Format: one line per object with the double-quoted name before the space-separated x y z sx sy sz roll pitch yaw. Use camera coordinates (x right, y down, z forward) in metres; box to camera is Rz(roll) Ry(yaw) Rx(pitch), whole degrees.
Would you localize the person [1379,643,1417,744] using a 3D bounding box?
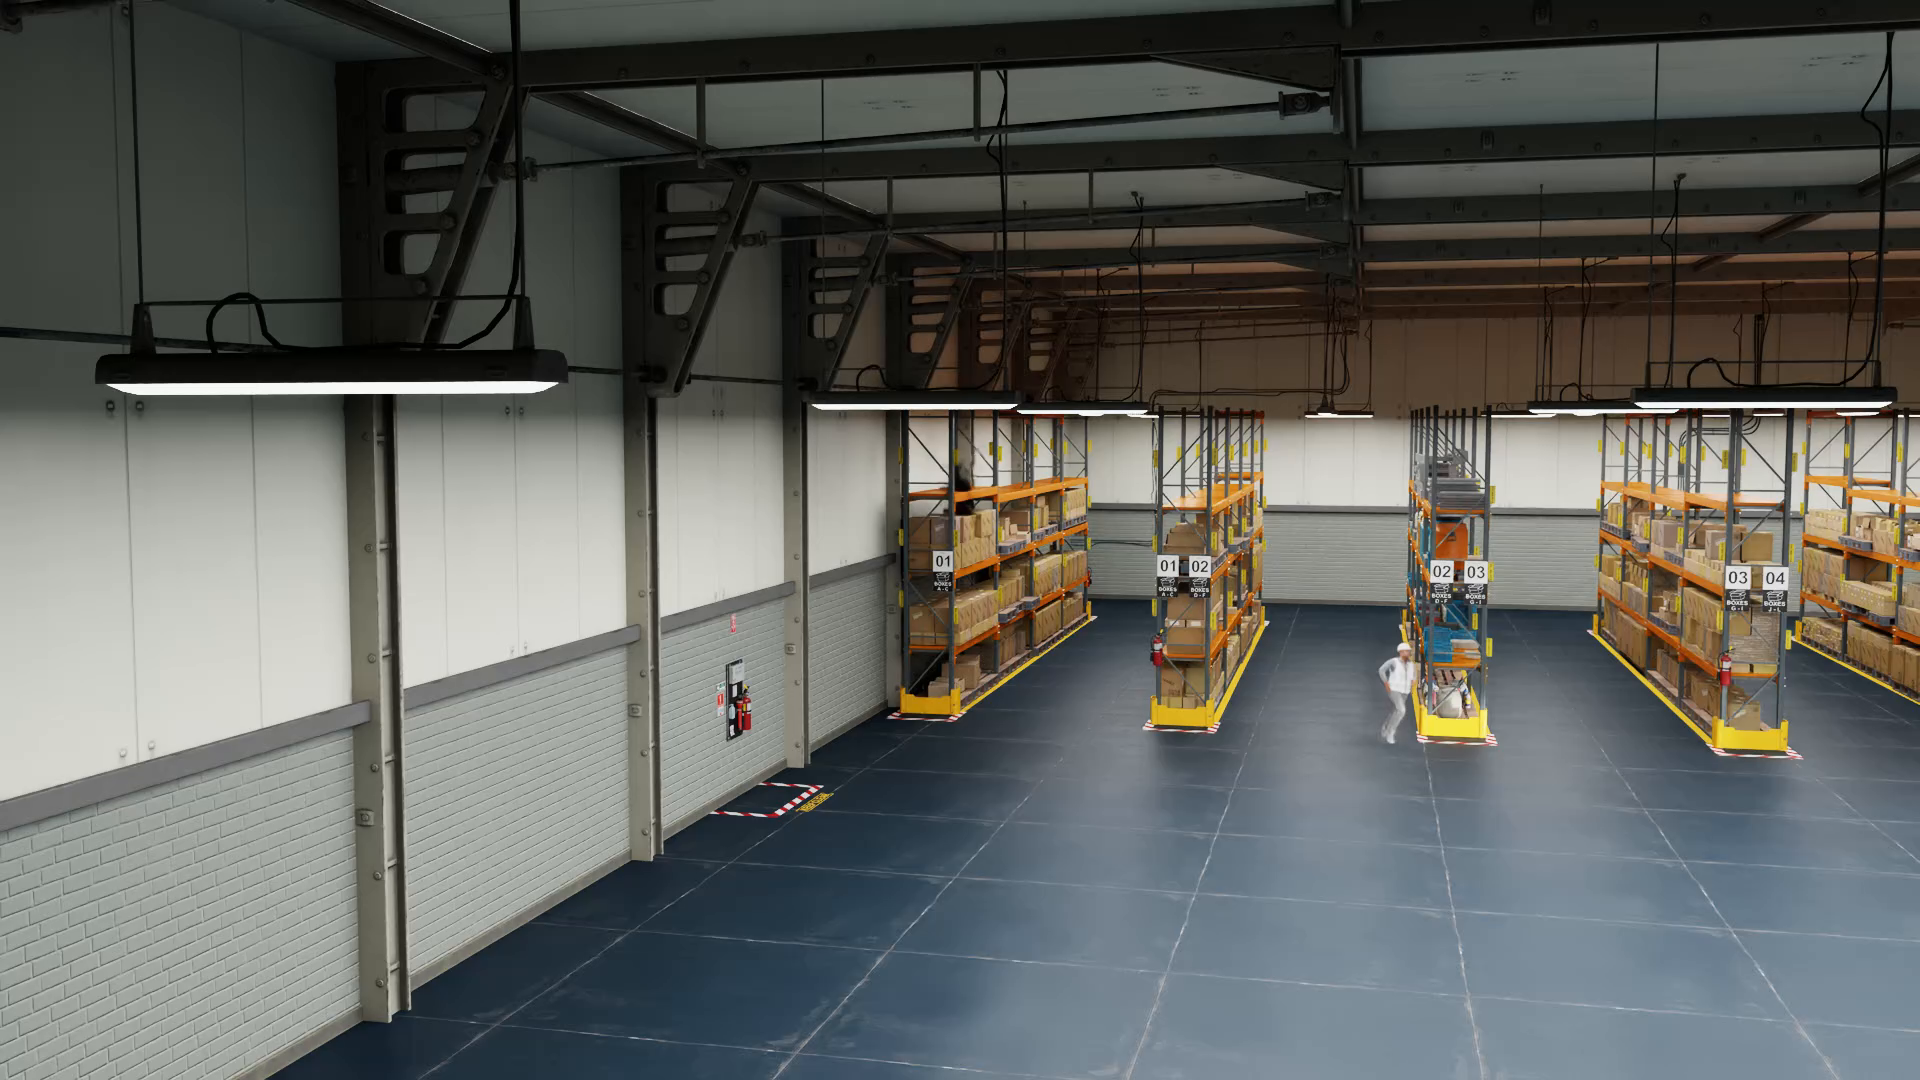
"person" 7.850 2.729 29.714 0.683 1.781 0.671 -2 5 -27
